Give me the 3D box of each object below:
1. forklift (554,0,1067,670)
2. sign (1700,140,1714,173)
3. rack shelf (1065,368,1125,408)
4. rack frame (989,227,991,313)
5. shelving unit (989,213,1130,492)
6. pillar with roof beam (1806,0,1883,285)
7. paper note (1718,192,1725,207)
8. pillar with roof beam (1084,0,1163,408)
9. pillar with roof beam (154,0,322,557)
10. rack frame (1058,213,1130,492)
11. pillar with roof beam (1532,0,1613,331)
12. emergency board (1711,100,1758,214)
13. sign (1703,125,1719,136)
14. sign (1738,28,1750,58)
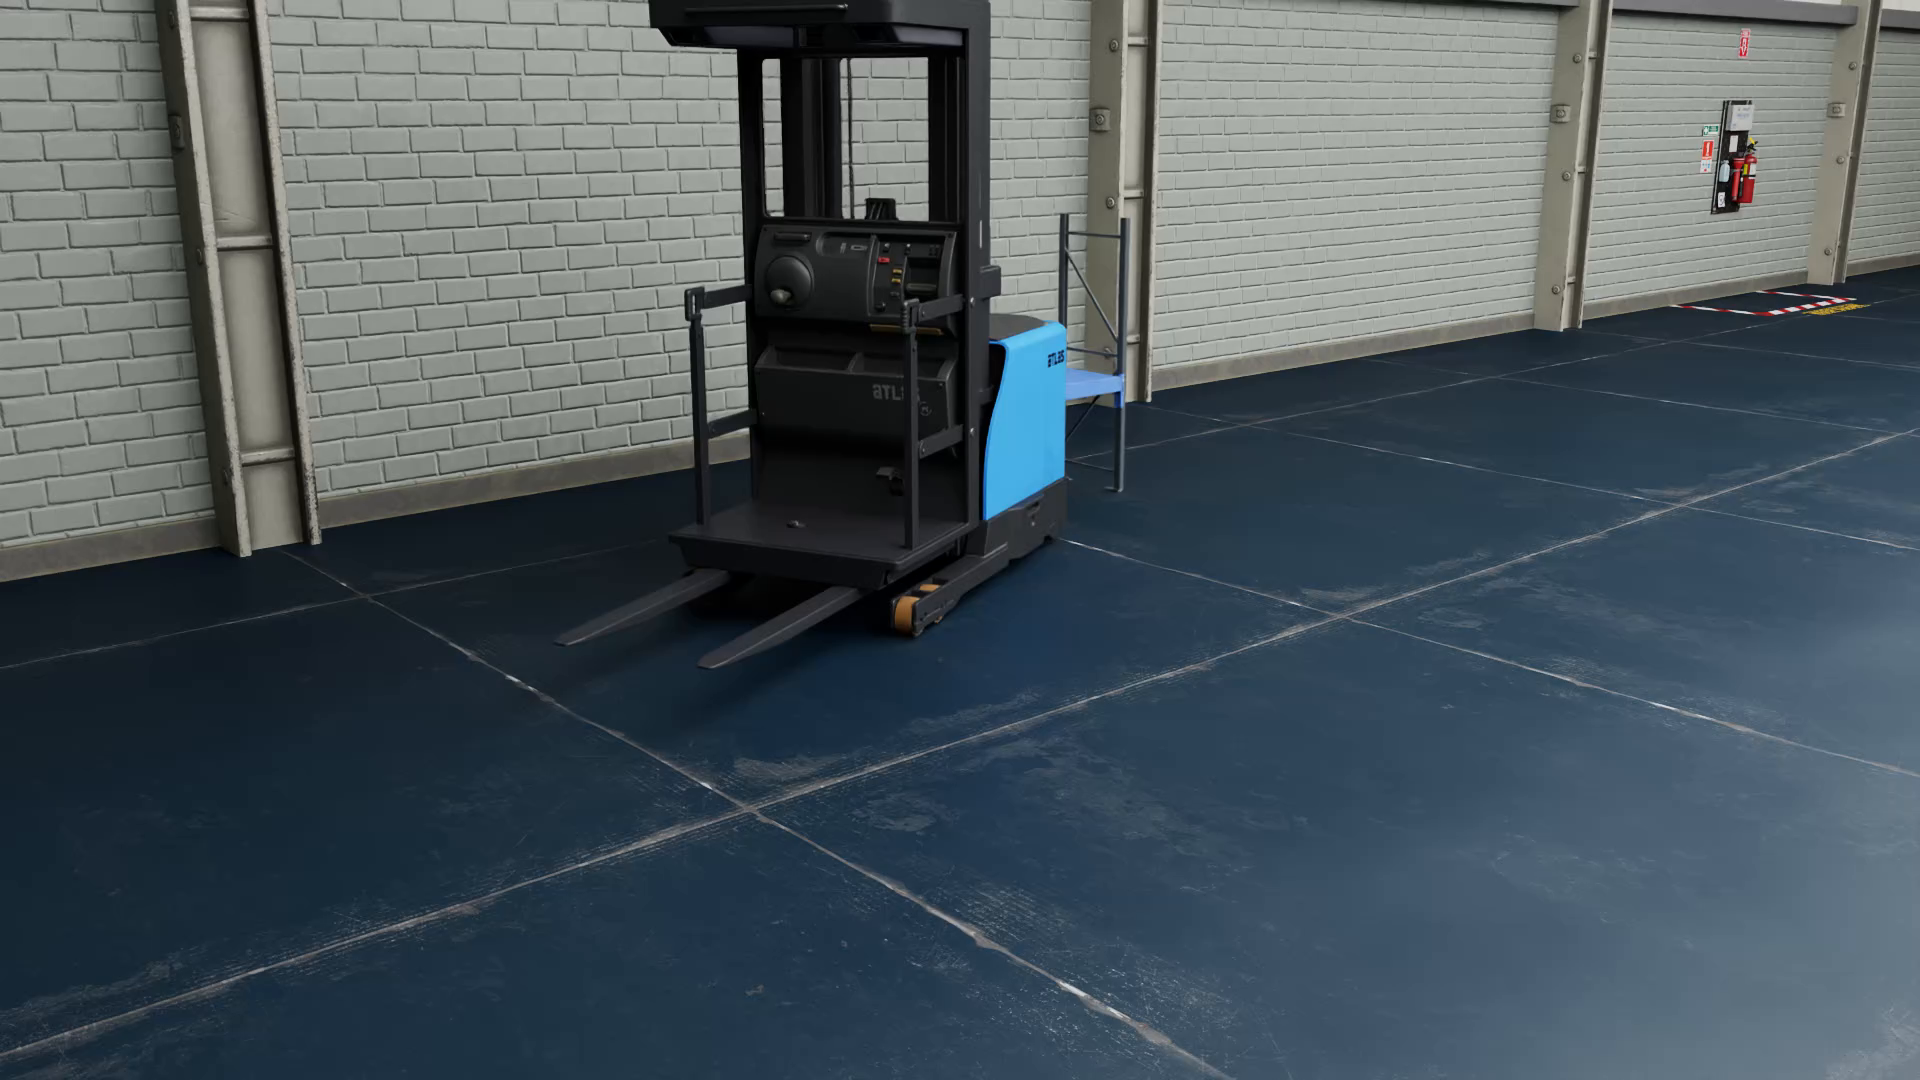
[{"bbox_3d":[-0.537,-1.149,6.873,1.130,2.935,3.031,7,16,23],"label":"forklift"},{"bbox_3d":[7.813,-4.012,17.390,0.234,0.329,0.001,-13,19,-39],"label":"sign"},{"bbox_3d":[0.353,-0.780,8.961,1.000,0.185,0.538,-13,20,-40],"label":"rack shelf"},{"bbox_3d":[-0.025,-0.866,8.586,0.032,1.500,0.500,-13,20,-40],"label":"rack frame"},{"bbox_3d":[0.353,-0.954,8.914,1.048,1.500,0.538,-13,20,-40],"label":"shelving unit"},{"bbox_3d":[13.013,-6.540,15.298,0.400,9.000,9.100,-13,19,-39],"label":"pillar with roof beam"},{"bbox_3d":[8.119,-3.627,17.722,0.142,0.148,0.016,-13,19,-39],"label":"paper note"},{"bbox_3d":[3.960,-4.507,7.687,0.400,9.000,9.100,-13,19,-39],"label":"pillar with roof beam"},{"bbox_3d":[-0.566,-3.491,3.882,0.400,9.000,9.100,-13,19,-39],"label":"pillar with roof beam"},{"bbox_3d":[0.731,-1.041,9.242,0.032,1.500,0.500,-13,20,-40],"label":"rack frame"},{"bbox_3d":[8.486,-5.524,11.492,0.400,9.000,9.100,-13,19,-39],"label":"pillar with roof beam"},{"bbox_3d":[8.298,-4.069,17.670,0.643,1.169,0.194,-13,19,-39],"label":"emergency board"},{"bbox_3d":[7.822,-4.268,17.318,0.331,0.109,0.001,-13,19,-39],"label":"sign"},{"bbox_3d":[8.226,-5.207,17.438,0.199,0.298,0.001,-13,19,-39],"label":"sign"}]
